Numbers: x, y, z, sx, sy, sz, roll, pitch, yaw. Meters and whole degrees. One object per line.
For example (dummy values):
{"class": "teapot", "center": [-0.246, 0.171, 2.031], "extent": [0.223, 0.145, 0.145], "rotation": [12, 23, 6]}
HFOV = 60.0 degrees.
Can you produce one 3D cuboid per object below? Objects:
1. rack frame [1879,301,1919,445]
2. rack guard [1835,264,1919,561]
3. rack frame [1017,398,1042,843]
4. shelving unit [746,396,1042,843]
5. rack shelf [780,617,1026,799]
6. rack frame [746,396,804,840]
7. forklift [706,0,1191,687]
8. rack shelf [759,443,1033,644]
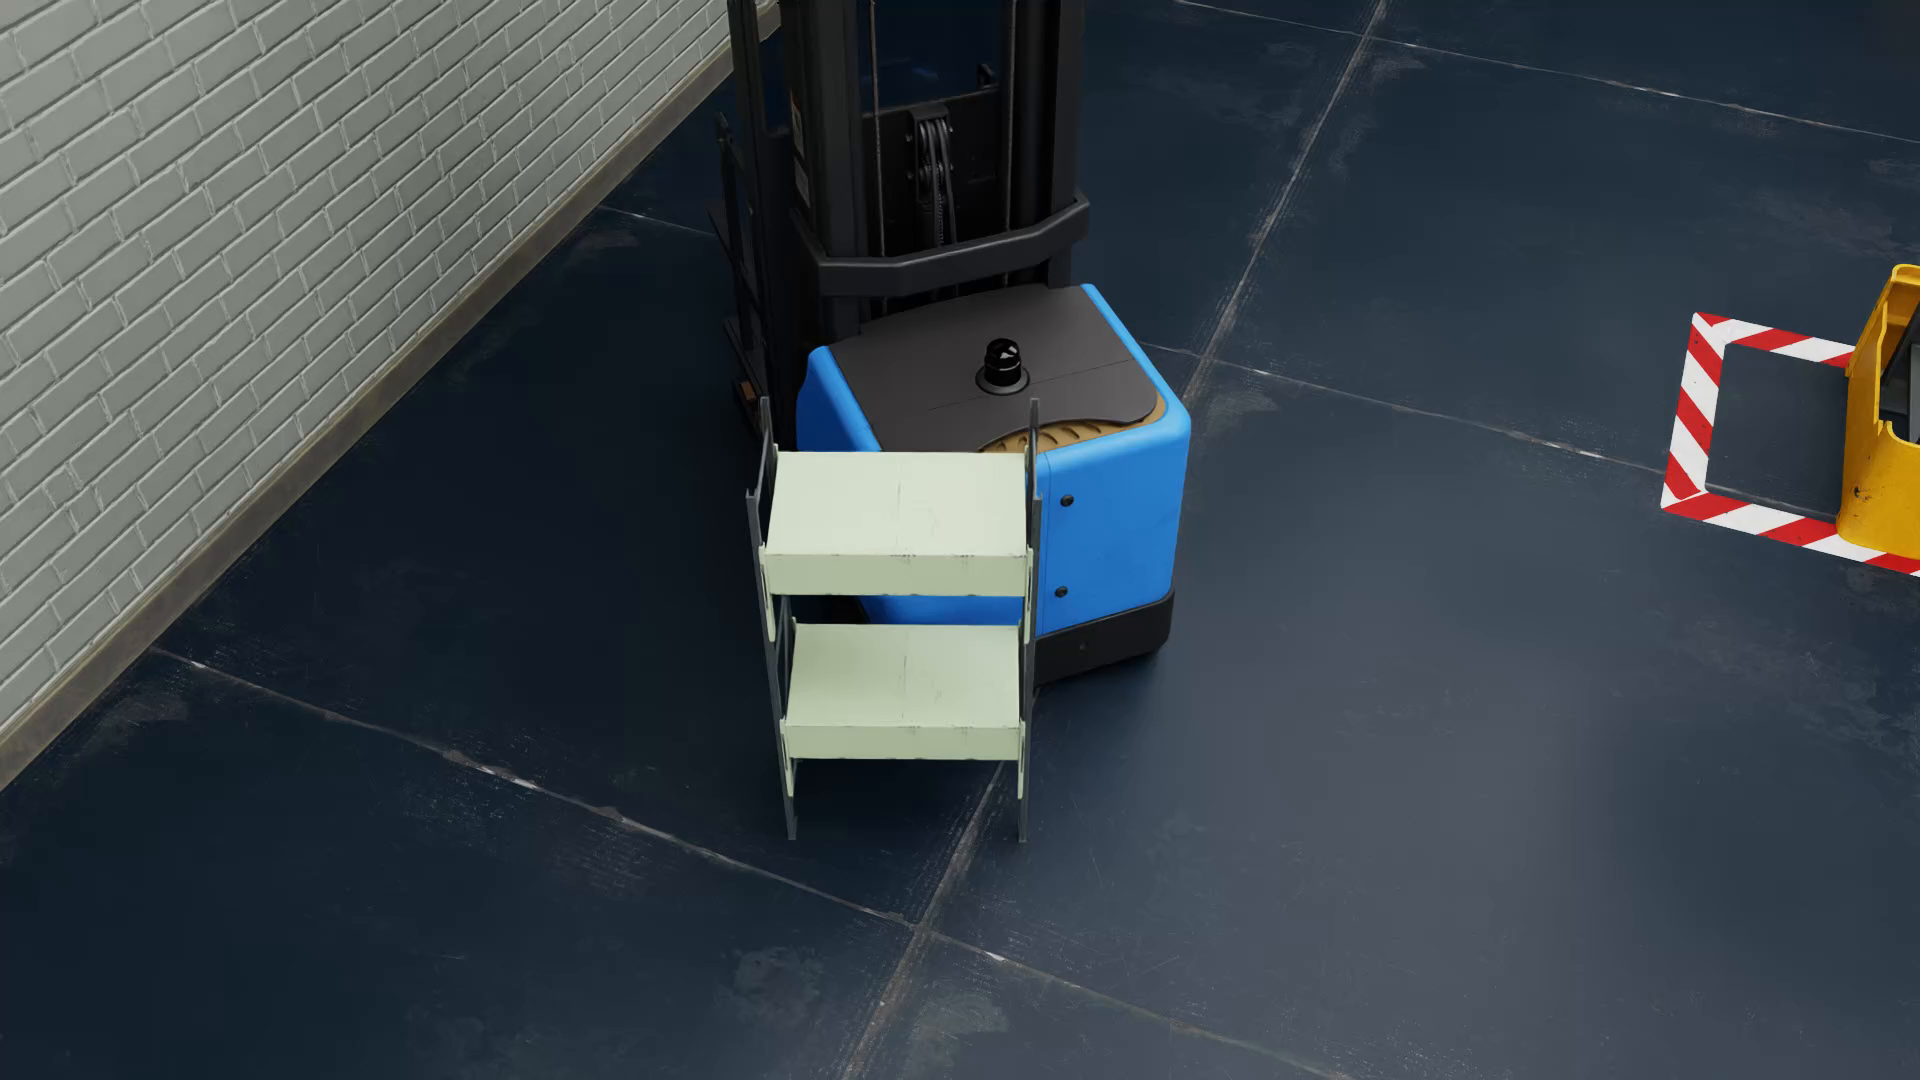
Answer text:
{"class": "rack frame", "center": [3.696, -1.393, 5.523], "extent": [0.127, 3.000, 1.000], "rotation": [16, 47, 16]}
{"class": "rack guard", "center": [3.674, -0.513, 6.411], "extent": [0.348, 0.500, 1.175], "rotation": [16, 47, 16]}
{"class": "rack frame", "center": [0.200, 0.289, 4.896], "extent": [0.023, 1.500, 0.400], "rotation": [0, 45, 0]}
{"class": "shelving unit", "center": [-0.166, 0.286, 4.899], "extent": [0.755, 1.500, 0.431], "rotation": [0, 45, 0]}
{"class": "rack shelf", "center": [-0.166, 0.517, 5.129], "extent": [0.720, 0.370, 0.431], "rotation": [0, 45, 0]}
{"class": "rack frame", "center": [-0.532, 0.283, 4.902], "extent": [0.023, 1.500, 0.400], "rotation": [0, 45, 0]}
{"class": "forklift", "center": [-0.272, -1.493, 5.672], "extent": [1.130, 2.935, 3.031], "rotation": [-15, 47, -15]}
{"class": "rack shelf", "center": [-0.166, 0.009, 4.624], "extent": [0.720, 0.370, 0.431], "rotation": [0, 45, 0]}
